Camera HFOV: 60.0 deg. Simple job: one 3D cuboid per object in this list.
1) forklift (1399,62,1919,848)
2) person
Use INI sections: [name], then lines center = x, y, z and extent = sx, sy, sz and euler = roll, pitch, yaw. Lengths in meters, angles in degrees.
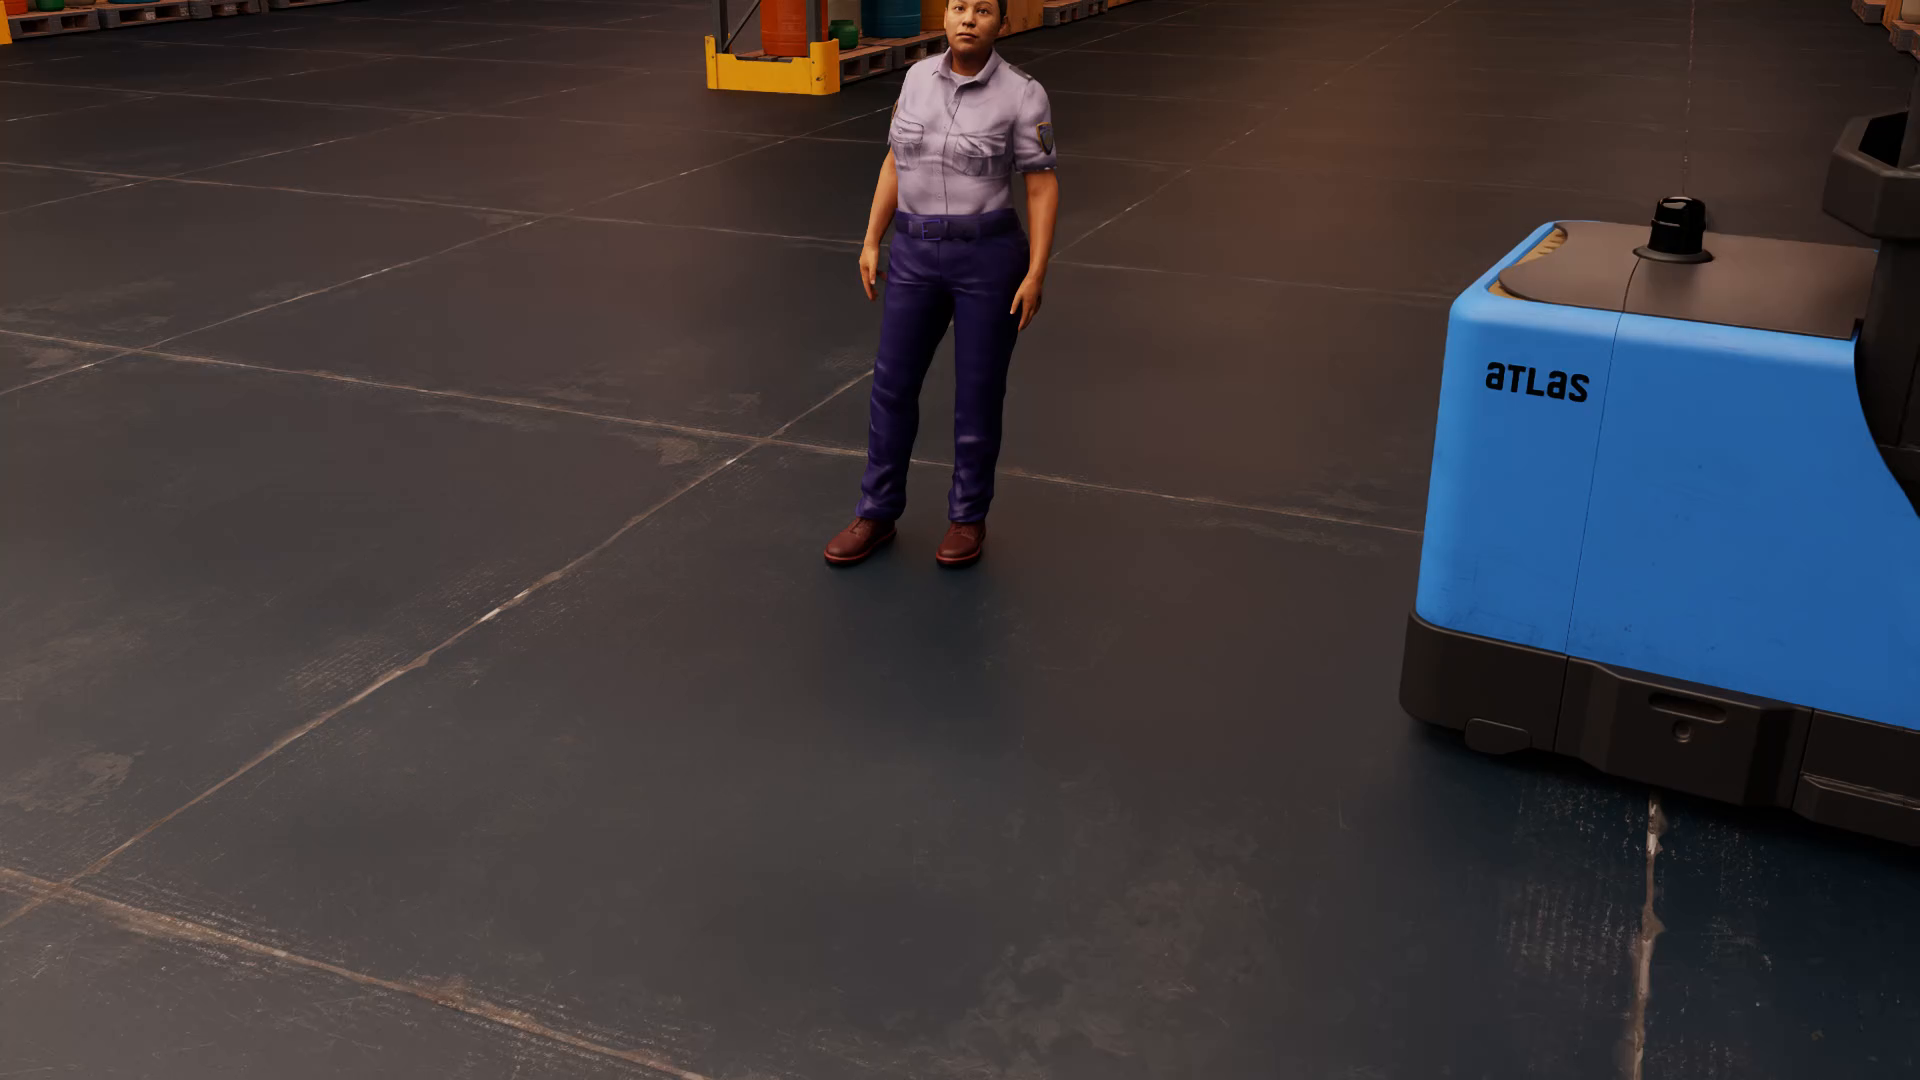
[forklift]
center = 2.586, -0.764, 3.119
extent = 3.031, 2.935, 1.130
euler = 12, 26, 27
[person]
center = -0.056, -0.737, 4.704
extent = 0.598, 1.651, 0.502
euler = 9, 24, 21
